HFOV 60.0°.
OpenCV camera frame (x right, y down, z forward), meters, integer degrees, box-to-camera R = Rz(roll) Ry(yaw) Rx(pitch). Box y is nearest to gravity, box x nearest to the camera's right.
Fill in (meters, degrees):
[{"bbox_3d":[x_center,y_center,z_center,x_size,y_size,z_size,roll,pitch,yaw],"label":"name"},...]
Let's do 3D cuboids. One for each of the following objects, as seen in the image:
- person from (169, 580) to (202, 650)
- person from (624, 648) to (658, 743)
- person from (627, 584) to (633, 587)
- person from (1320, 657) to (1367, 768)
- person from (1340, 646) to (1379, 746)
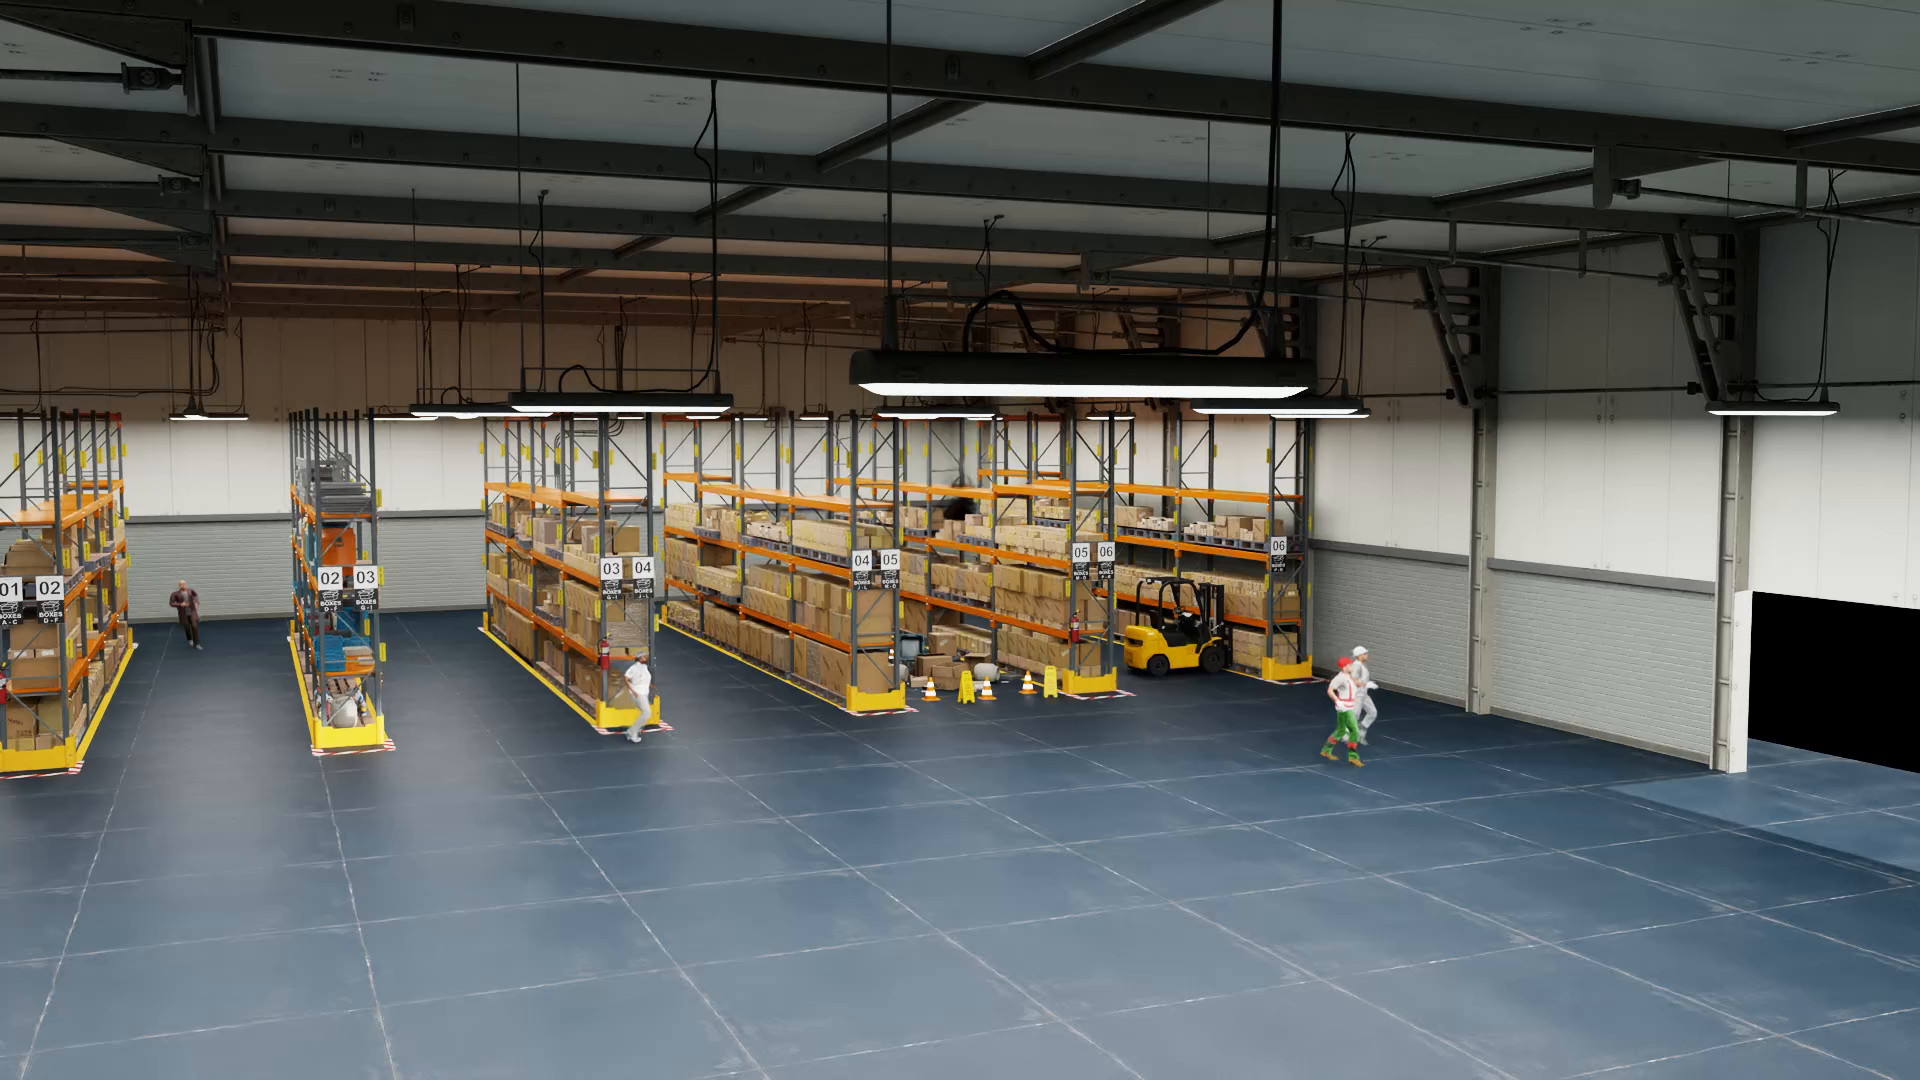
[{"bbox_3d":[-19.695,1.905,42.242,0.727,1.793,0.984,-3,5,-37],"label":"person"},{"bbox_3d":[-5.715,2.801,29.999,0.538,1.680,0.562,1,4,12],"label":"person"},{"bbox_3d":[-9.478,1.500,47.995,0.743,1.765,0.851,3,5,34],"label":"person"},{"bbox_3d":[6.429,2.876,27.868,0.758,1.840,0.639,1,4,18],"label":"person"},{"bbox_3d":[7.093,2.780,29.447,0.715,1.804,0.639,3,5,33],"label":"person"}]
